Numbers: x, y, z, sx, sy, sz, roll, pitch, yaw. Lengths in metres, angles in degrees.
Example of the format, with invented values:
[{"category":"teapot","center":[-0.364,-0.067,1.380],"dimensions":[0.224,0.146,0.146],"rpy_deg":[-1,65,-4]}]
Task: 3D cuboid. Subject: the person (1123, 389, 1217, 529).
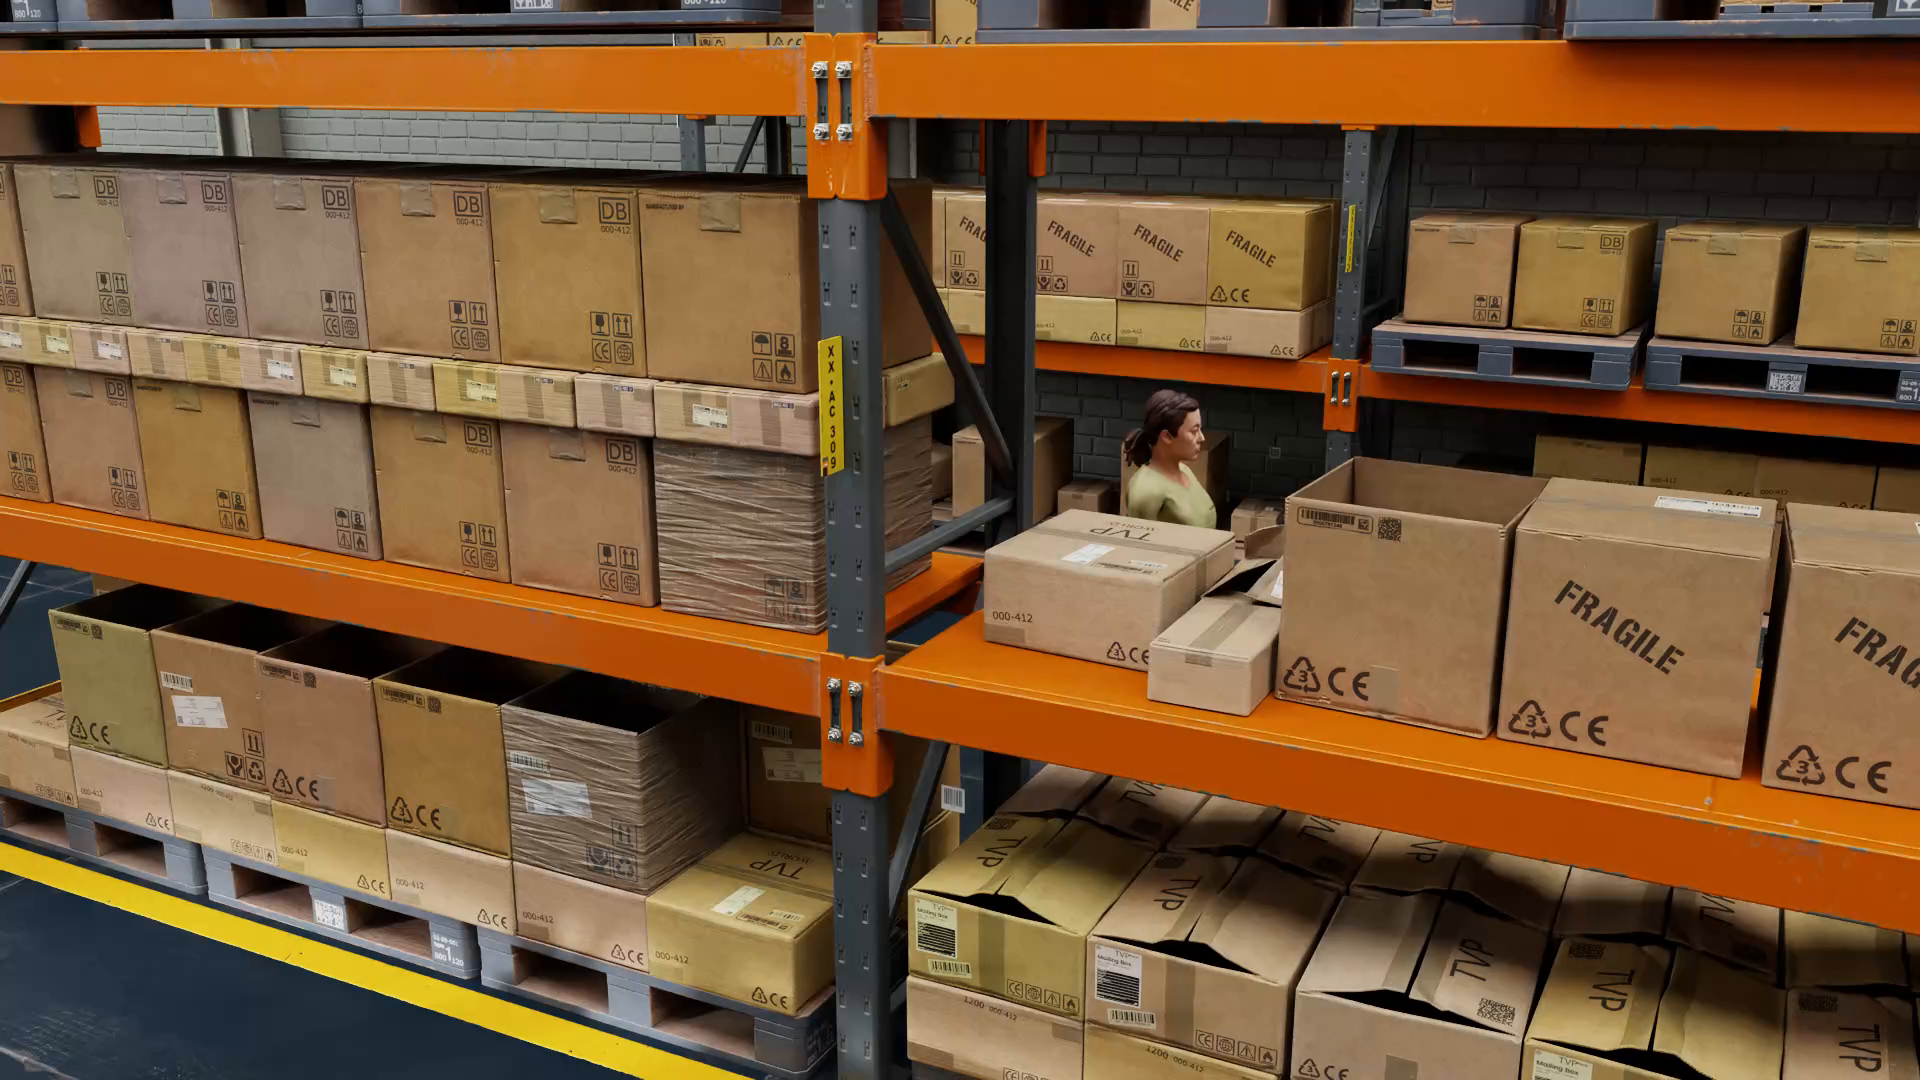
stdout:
[{"category":"person","center":[0.746,0.284,6.033],"dimensions":[0.361,1.678,0.441],"rpy_deg":[8,18,27]}]
